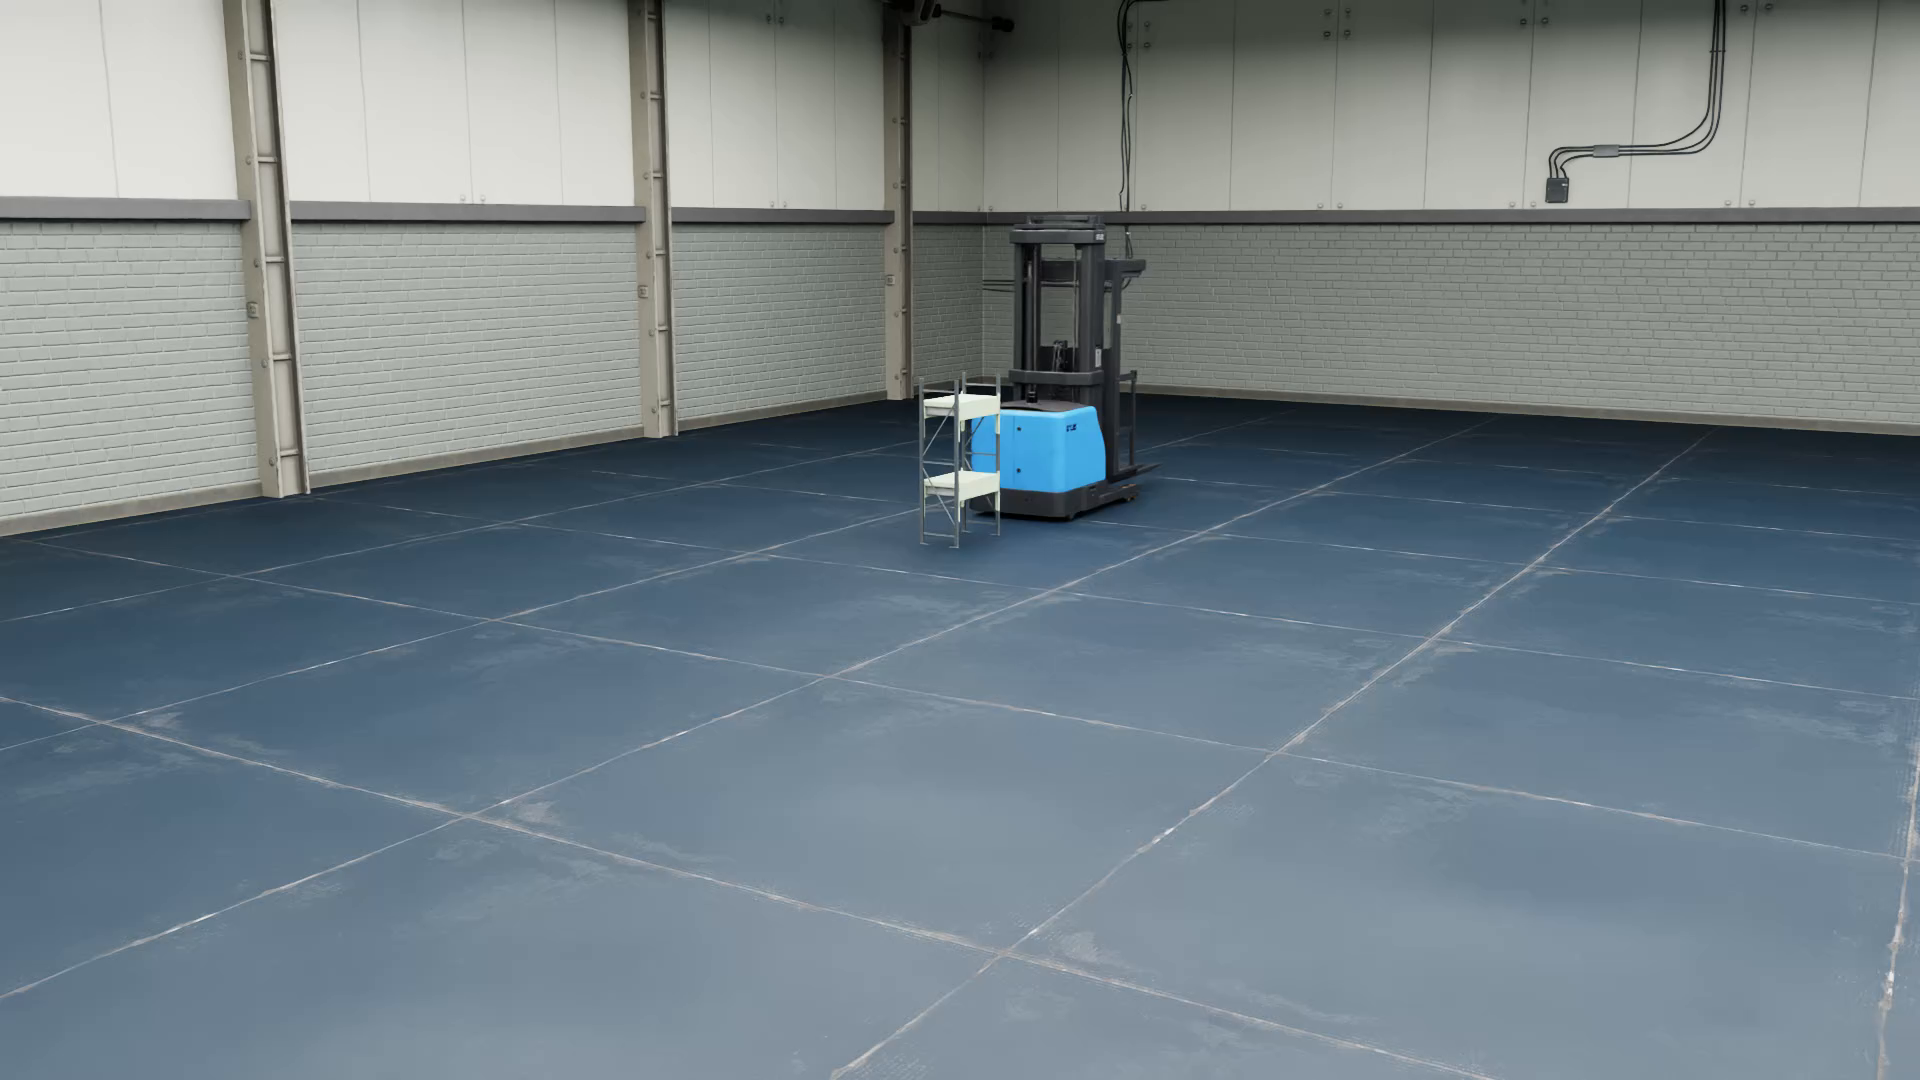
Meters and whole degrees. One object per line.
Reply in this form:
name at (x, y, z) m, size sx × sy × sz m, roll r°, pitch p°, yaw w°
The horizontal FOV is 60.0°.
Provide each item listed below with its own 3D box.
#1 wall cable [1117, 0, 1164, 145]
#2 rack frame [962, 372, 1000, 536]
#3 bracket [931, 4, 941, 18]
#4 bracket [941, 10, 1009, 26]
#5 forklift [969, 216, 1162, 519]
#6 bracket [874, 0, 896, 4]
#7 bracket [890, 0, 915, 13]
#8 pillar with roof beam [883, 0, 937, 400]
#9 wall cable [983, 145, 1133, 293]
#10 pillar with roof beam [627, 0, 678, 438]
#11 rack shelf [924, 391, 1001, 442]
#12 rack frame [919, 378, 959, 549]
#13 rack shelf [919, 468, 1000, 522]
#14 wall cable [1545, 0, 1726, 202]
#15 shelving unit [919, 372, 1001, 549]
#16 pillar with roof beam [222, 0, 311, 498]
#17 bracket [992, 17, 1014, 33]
wall cable at (3.960, -7.835, 27.361) m, size 3.097 × 2.526 × 0.112 m, roll 6°, pitch 12°, yaw 31°
rack frame at (0.193, -0.796, 15.425) m, size 0.400 × 1.500 × 0.023 m, roll 6°, pitch 12°, yaw 31°
bracket at (-0.493, -8.601, 26.957) m, size 0.235 × 0.232 × 0.430 m, roll 6°, pitch 12°, yaw 31°
bracket at (0.430, -8.881, 28.451) m, size 0.076 × 0.066 × 3.189 m, roll 6°, pitch 12°, yaw 31°
forklift at (1.247, -1.872, 17.285) m, size 1.130 × 2.935 × 3.031 m, roll 6°, pitch 12°, yaw 28°
bracket at (-2.262, -8.065, 24.095) m, size 0.076 × 0.066 × 4.783 m, roll 6°, pitch 12°, yaw 31°
bracket at (-0.924, -8.471, 26.259) m, size 0.235 × 0.232 × 0.430 m, roll 6°, pitch 12°, yaw 31°
pillar with roof beam at (2.667, -6.389, 24.923) m, size 9.100 × 9.000 × 0.548 m, roll 6°, pitch 12°, yaw 31°
wall cable at (1.647, -5.611, 29.206) m, size 3.097 × 2.526 × 0.112 m, roll 6°, pitch 12°, yaw 31°
pillar with roof beam at (-0.448, -5.446, 19.883) m, size 9.100 × 9.000 × 0.400 m, roll 6°, pitch 12°, yaw 31°
rack shelf at (0.003, -1.122, 15.046) m, size 0.431 × 0.370 × 0.720 m, roll 6°, pitch 12°, yaw 31°
rack frame at (-0.187, -0.681, 14.810) m, size 0.400 × 1.500 × 0.023 m, roll 6°, pitch 12°, yaw 31°
rack shelf at (0.003, -0.418, 15.178) m, size 0.431 × 0.370 × 0.720 m, roll 6°, pitch 12°, yaw 31°
wall cable at (9.753, -7.900, 23.749) m, size 2.305 × 6.003 × 0.169 m, roll 6°, pitch 12°, yaw 31°
shelving unit at (0.003, -0.738, 15.118) m, size 0.431 × 1.500 × 0.755 m, roll 6°, pitch 12°, yaw 31°
pillar with roof beam at (-3.563, -4.502, 14.843) m, size 9.100 × 9.000 × 0.400 m, roll 6°, pitch 12°, yaw 31°
bracket at (0.737, -8.974, 28.947) m, size 0.235 × 0.232 × 0.430 m, roll 6°, pitch 12°, yaw 31°
